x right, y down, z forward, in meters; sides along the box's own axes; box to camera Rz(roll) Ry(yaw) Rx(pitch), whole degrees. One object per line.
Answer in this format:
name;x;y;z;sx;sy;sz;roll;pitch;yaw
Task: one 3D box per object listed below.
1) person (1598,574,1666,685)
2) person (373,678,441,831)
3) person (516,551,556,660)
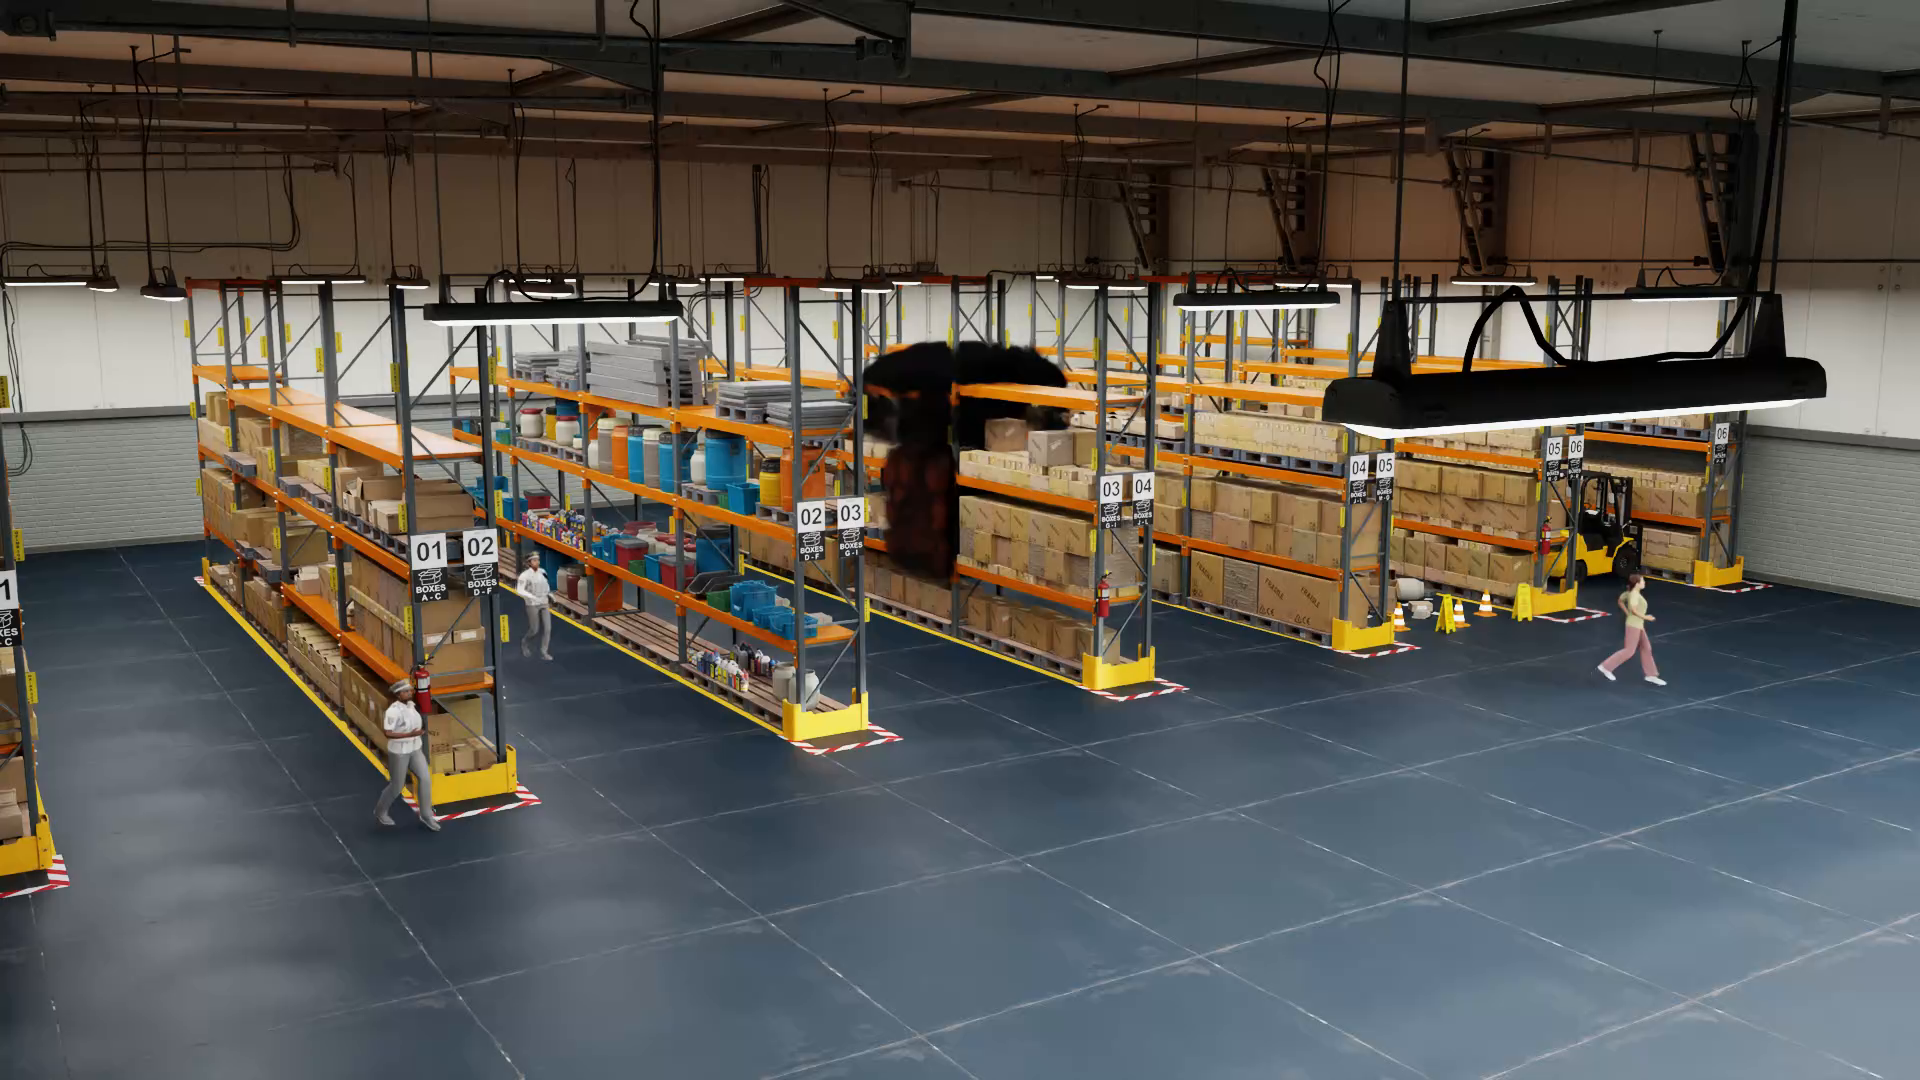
person;10.152;1.330;25.021;0.974;1.666;0.616;3;10;18
person;-6.228;2.398;18.627;0.773;1.748;0.578;4;10;21
person;-6.447;0.987;25.375;0.641;1.665;0.625;9;13;44
